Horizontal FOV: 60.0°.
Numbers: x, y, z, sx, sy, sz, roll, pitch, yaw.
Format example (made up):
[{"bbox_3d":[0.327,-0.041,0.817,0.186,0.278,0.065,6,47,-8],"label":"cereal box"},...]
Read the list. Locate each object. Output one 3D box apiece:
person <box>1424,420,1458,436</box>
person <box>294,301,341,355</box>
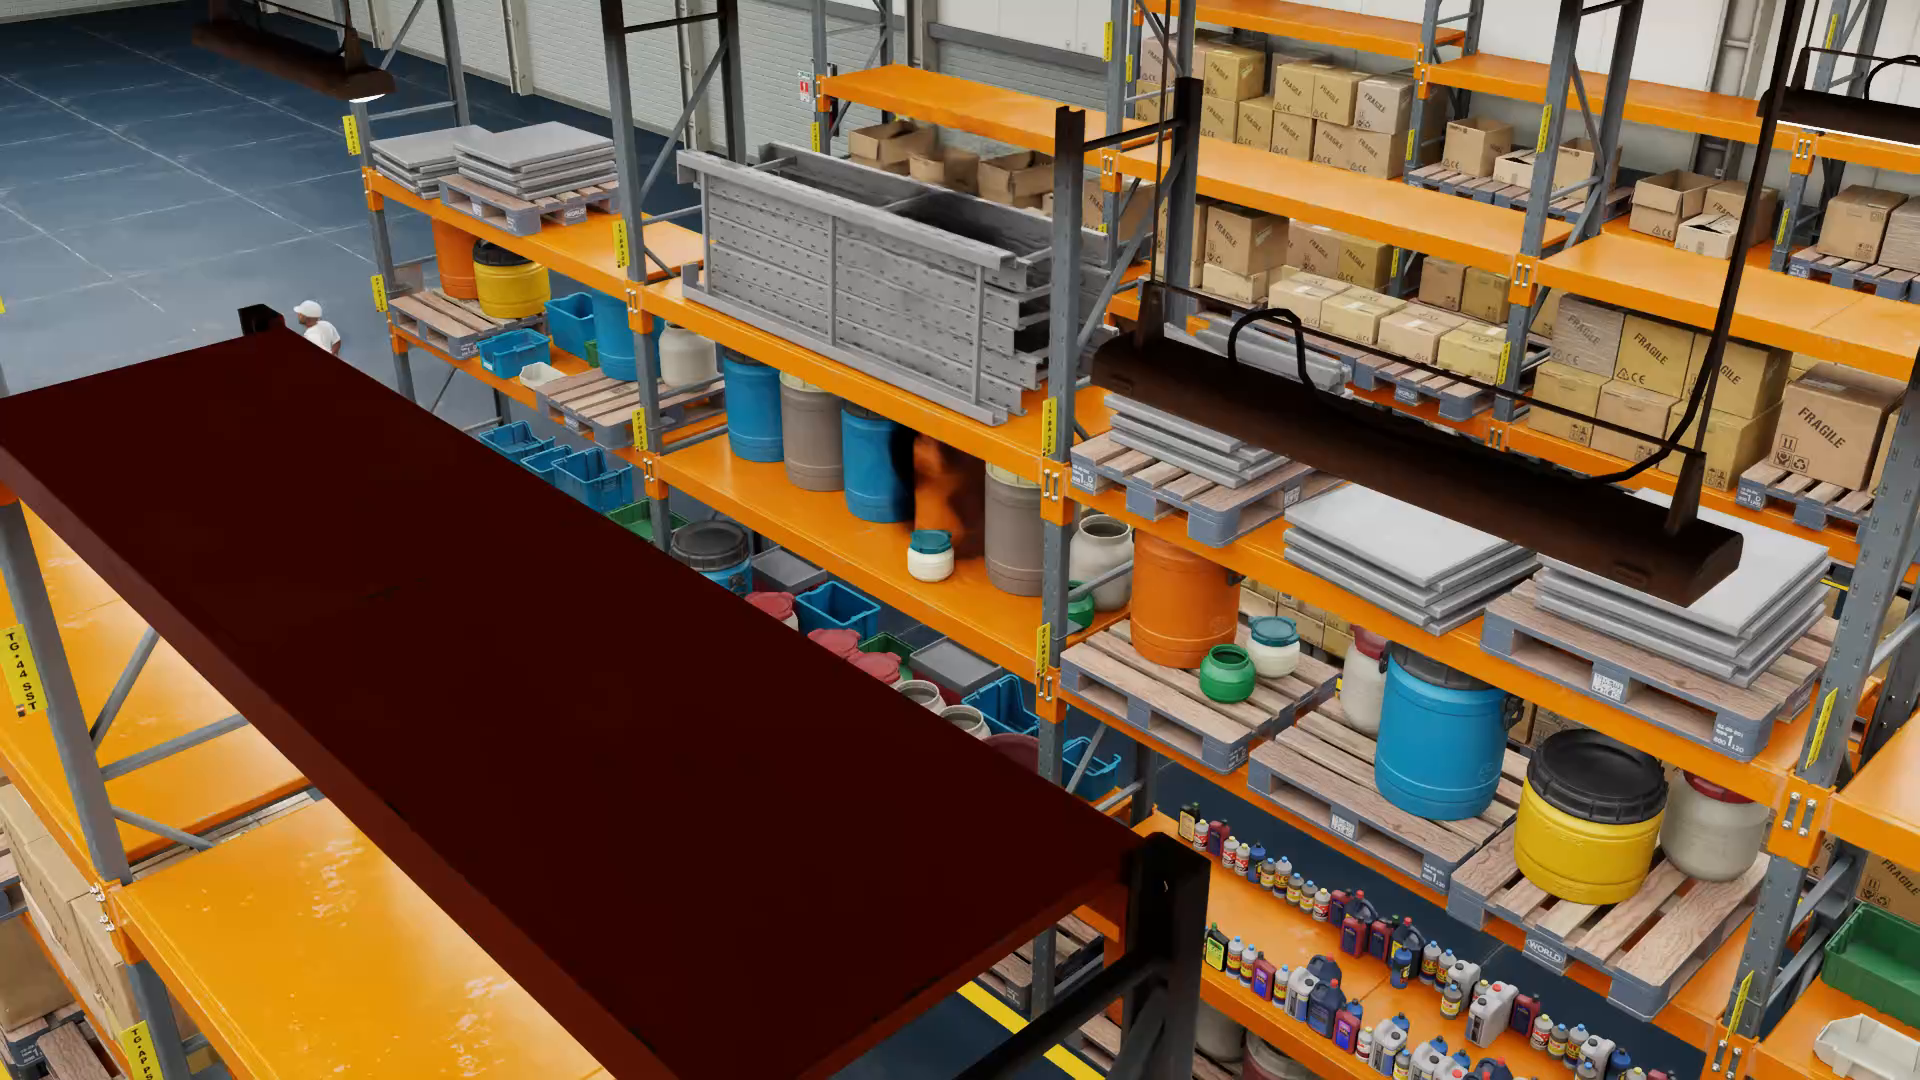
[{"bbox_3d":[4.698,-0.689,16.247,0.977,1.777,0.634,22,35,35],"label":"person"},{"bbox_3d":[-7.024,-1.801,18.397,0.751,1.754,0.692,-4,29,-8],"label":"person"}]
